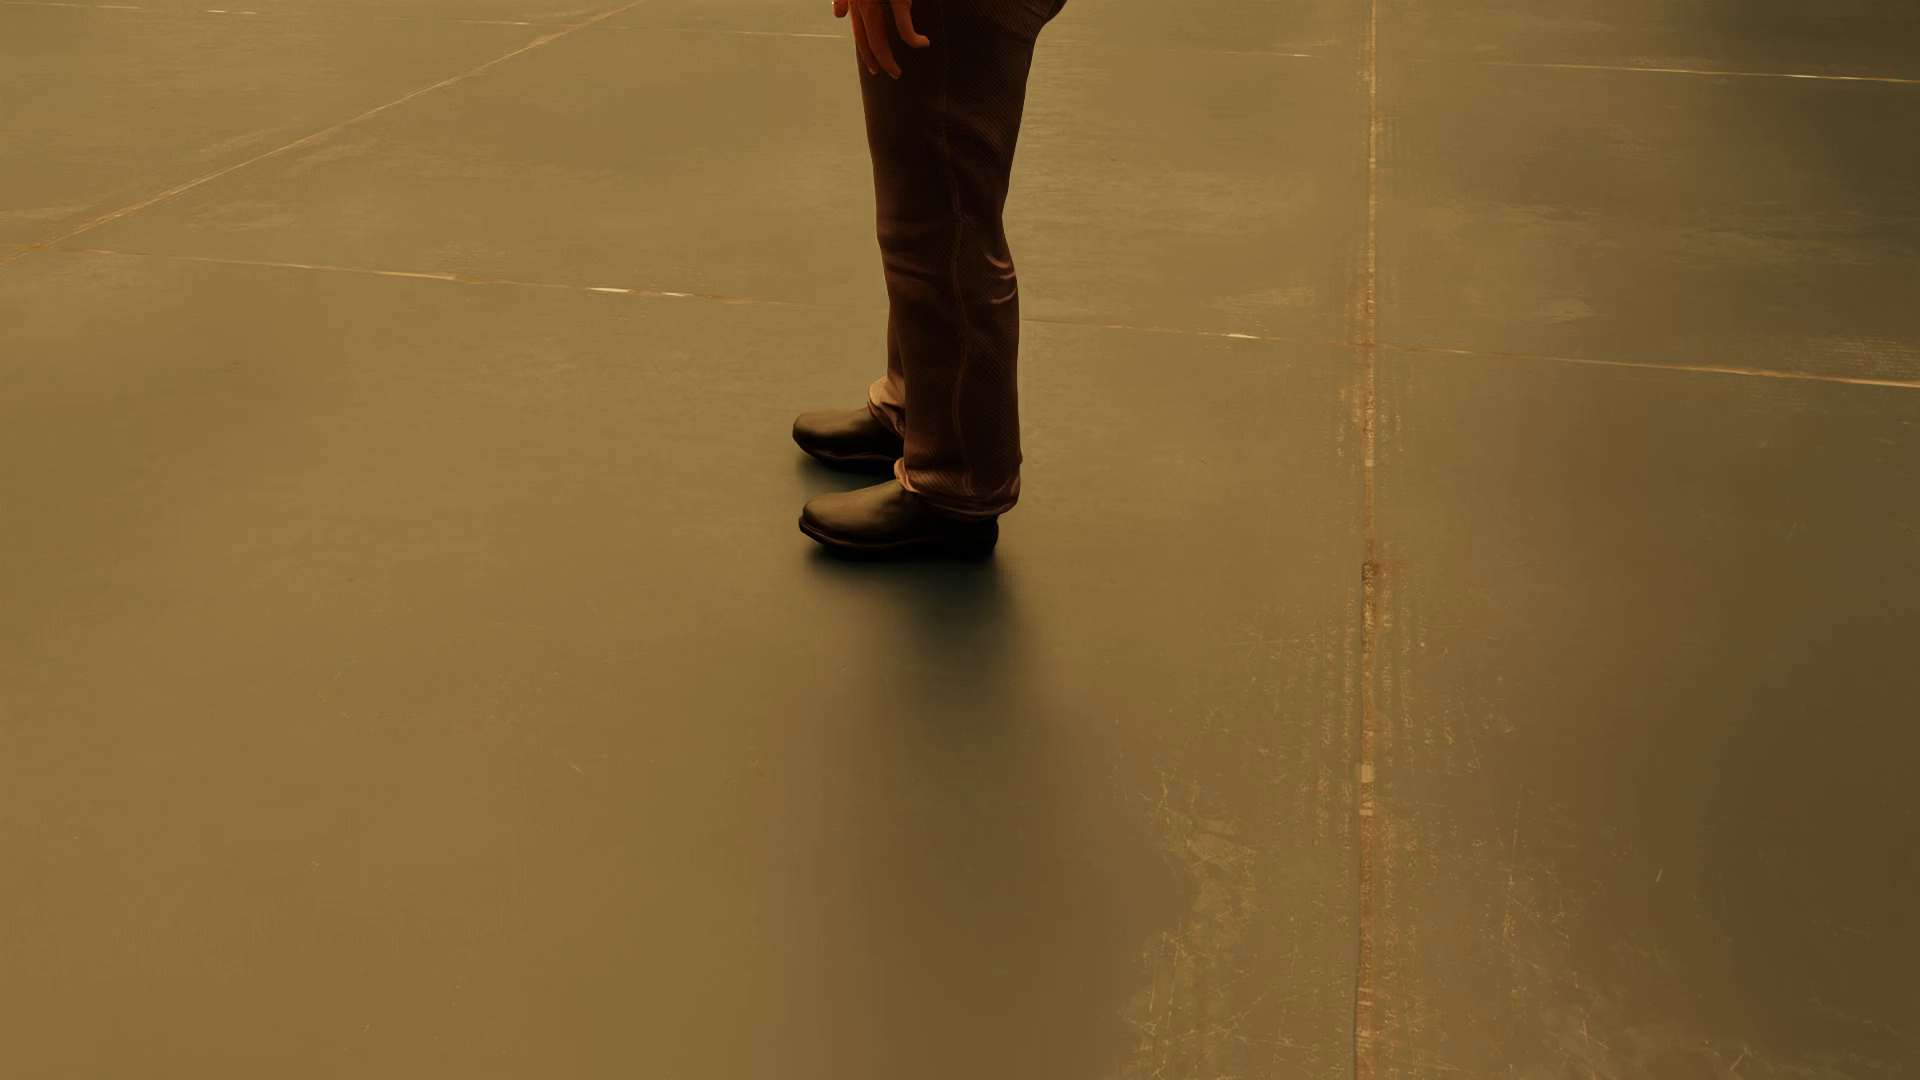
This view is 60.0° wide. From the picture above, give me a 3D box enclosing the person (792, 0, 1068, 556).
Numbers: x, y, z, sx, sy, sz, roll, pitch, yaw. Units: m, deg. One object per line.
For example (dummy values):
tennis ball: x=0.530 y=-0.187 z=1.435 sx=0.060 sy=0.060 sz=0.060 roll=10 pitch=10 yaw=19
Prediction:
person: x=-0.060 y=-0.784 z=2.128 sx=0.566 sy=1.722 sz=0.633 roll=6 pitch=27 yaw=11
